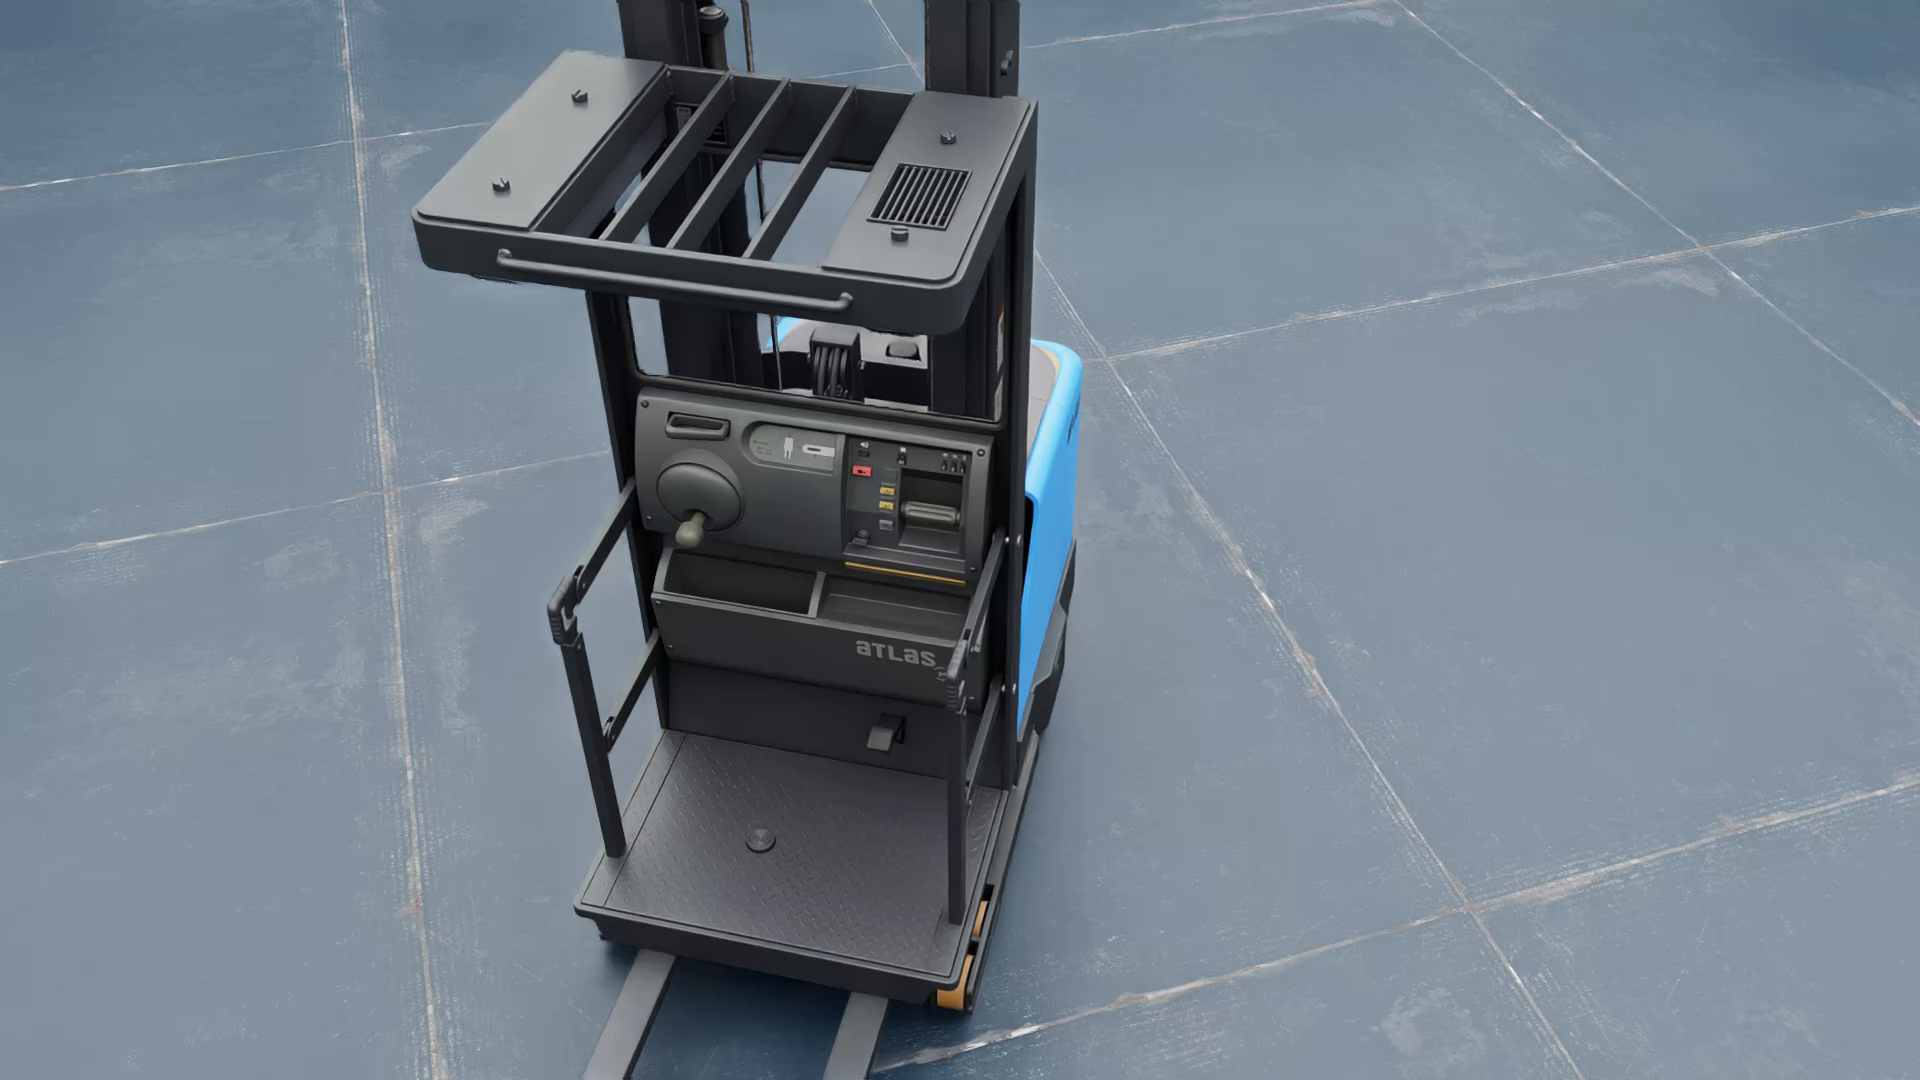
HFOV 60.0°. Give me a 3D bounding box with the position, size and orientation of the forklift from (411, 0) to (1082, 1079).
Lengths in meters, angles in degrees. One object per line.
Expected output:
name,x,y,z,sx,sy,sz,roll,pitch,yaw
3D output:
forklift,-0.430,-0.052,4.081,1.130,2.935,3.031,9,42,10
